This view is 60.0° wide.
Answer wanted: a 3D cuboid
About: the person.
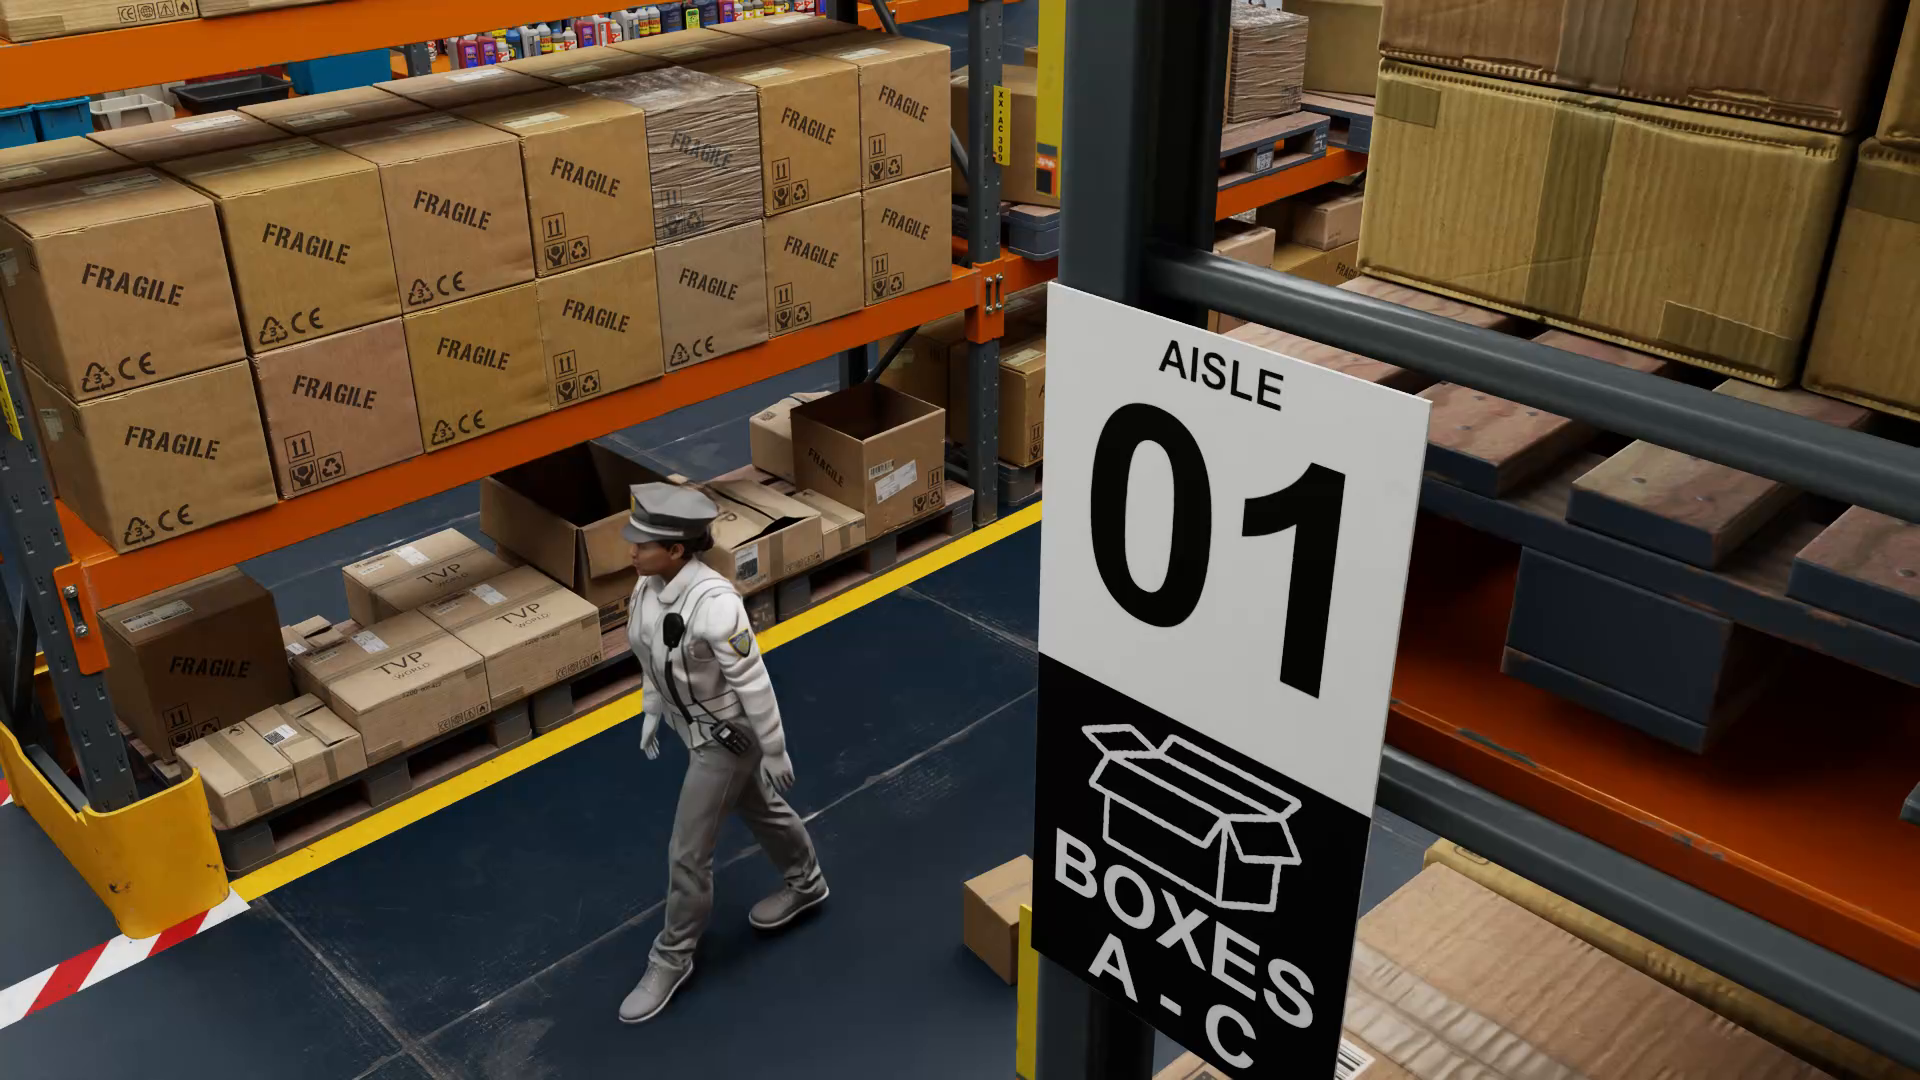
[{"bbox_3d":[-0.785,0.580,5.015,0.795,1.672,0.513,-15,32,-27],"label":"person"}]
